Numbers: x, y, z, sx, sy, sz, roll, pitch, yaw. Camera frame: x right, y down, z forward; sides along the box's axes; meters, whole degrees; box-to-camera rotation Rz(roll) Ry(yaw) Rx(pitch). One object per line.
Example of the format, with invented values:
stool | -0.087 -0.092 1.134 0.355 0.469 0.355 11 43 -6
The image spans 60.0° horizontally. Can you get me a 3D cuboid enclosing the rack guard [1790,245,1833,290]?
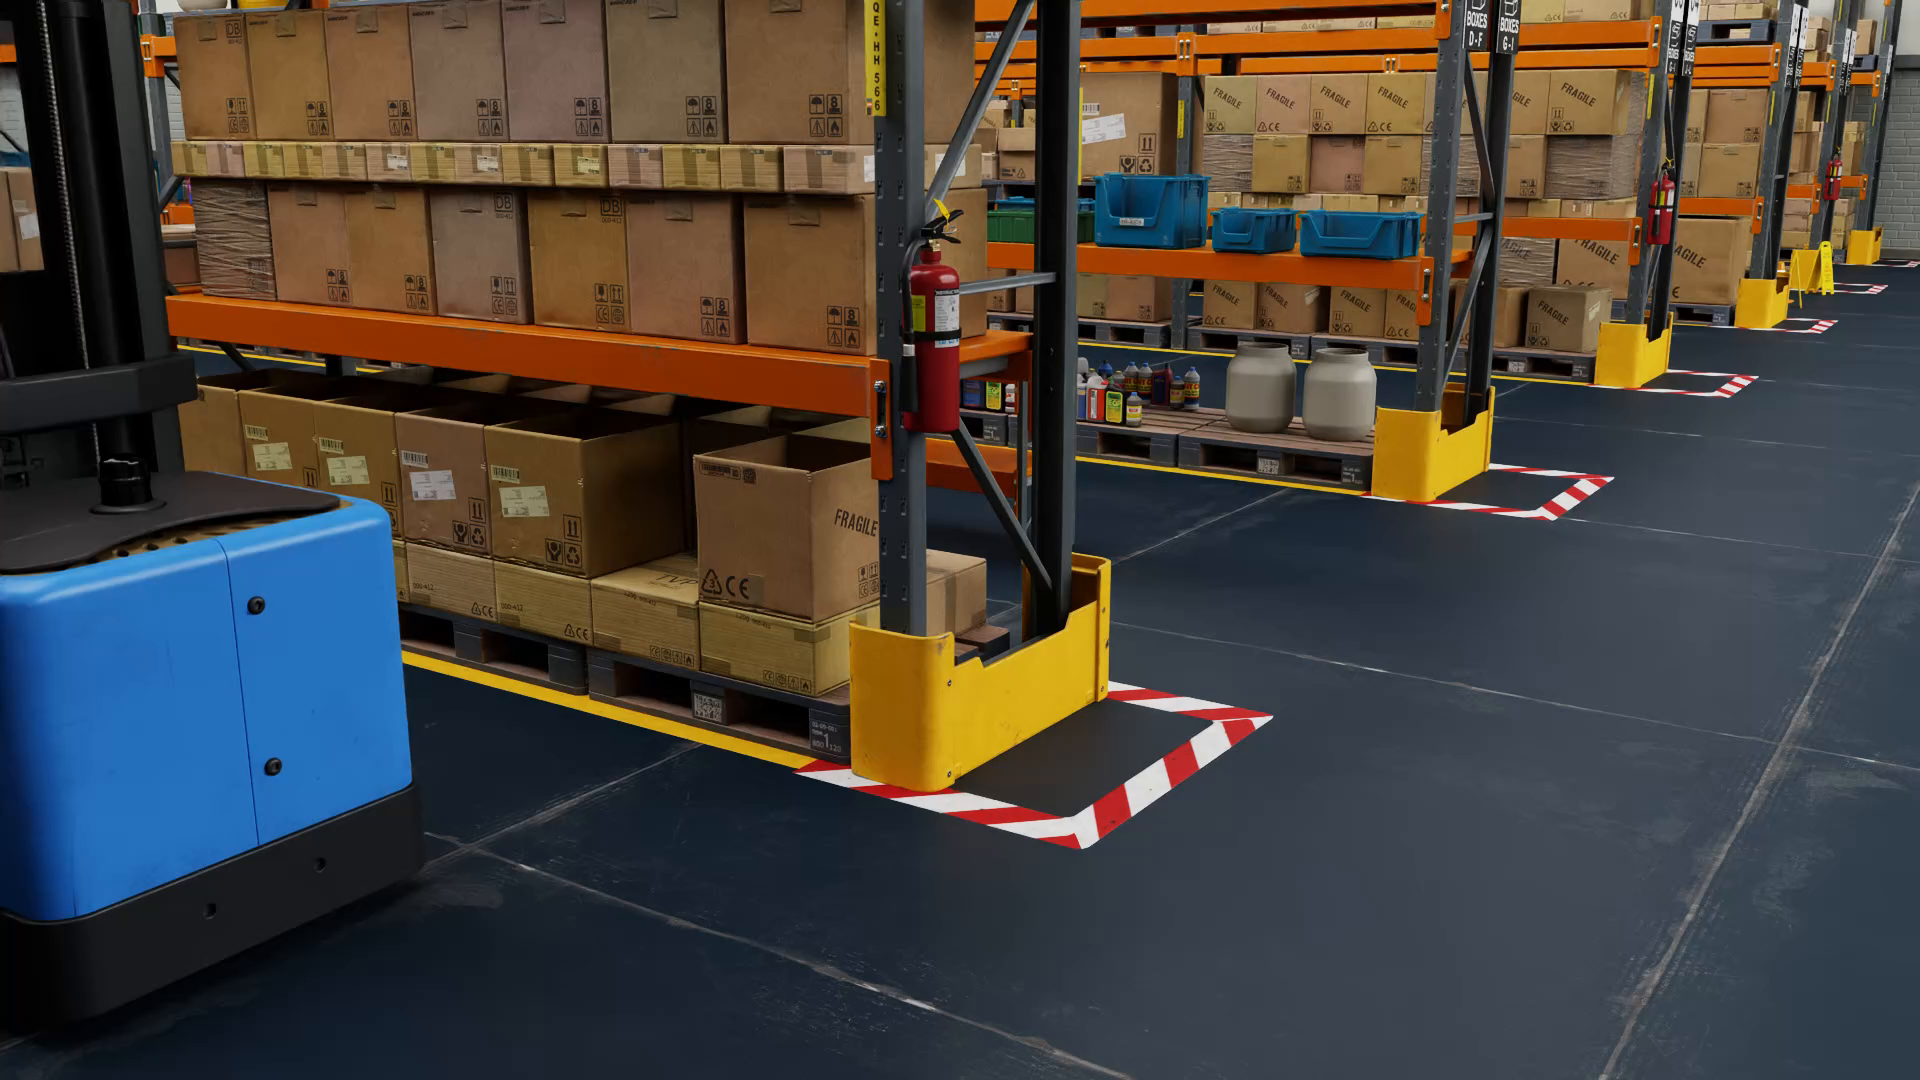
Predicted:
rack guard | 11.074 -3.556 21.649 0.348 0.500 1.175 9 17 33

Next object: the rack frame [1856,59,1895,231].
rack frame | 13.905 -5.750 25.308 0.127 3.000 1.000 9 17 33

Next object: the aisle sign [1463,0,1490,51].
aisle sign | 2.736 -2.989 8.746 0.004 0.787 0.394 9 17 33

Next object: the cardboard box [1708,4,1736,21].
cardboard box | 7.785 -5.357 16.918 0.250 0.149 0.380 9 17 33

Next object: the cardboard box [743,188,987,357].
cardboard box | -0.305 -0.923 5.600 0.500 0.500 0.700 9 17 33

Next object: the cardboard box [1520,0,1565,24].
cardboard box | 4.649 -4.247 13.308 0.500 0.250 0.500 9 17 33

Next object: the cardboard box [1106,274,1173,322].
cardboard box | 1.790 -2.407 16.090 0.500 0.500 0.700 8 16 29

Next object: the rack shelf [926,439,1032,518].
rack shelf | -0.006 -0.310 8.250 1.000 0.278 0.538 9 17 33

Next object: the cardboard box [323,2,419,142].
cardboard box | -2.037 -1.831 6.568 0.500 0.500 0.700 9 17 33

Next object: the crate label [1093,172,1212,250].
crate label | 1.164 -2.006 10.111 0.616 0.435 0.502 9 17 33

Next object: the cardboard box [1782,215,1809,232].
cardboard box | 12.916 -4.934 25.820 0.500 0.250 0.500 9 17 32

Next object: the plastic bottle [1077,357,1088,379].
plastic bottle | 0.778 -1.103 11.291 0.135 0.276 0.152 10 17 34

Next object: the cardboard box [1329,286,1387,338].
cardboard box | 3.636 -2.106 14.917 0.500 0.500 0.500 8 16 28

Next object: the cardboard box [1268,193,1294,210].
cardboard box | 2.934 -3.014 14.777 0.250 0.149 0.380 9 17 33

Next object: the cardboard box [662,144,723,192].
cardboard box | -0.779 -1.255 5.591 0.250 0.149 0.380 9 16 32

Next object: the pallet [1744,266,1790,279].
pallet | 10.420 -3.532 22.153 1.213 0.211 1.003 9 17 33

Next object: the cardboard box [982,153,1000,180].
cardboard box | 0.231 -3.717 16.534 0.500 0.250 0.500 9 16 31

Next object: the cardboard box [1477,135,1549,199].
cardboard box | 4.684 -3.099 13.772 0.500 0.500 0.875 9 17 33

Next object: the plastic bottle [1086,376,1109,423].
plastic bottle | 0.880 -0.886 10.411 0.135 0.276 0.152 9 17 33

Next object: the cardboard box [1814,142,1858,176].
cardboard box | 13.350 -5.812 25.351 0.500 0.500 0.500 9 16 32

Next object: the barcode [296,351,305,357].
barcode | -3.224 -0.929 8.121 0.075 0.075 0.001 9 17 33

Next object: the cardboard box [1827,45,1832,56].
cardboard box | 13.048 -7.387 25.120 0.250 0.149 0.380 9 16 31

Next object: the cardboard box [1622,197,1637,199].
cardboard box | 5.503 -2.747 13.702 0.250 0.149 0.380 9 17 33

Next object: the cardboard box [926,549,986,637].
cardboard box | -0.246 0.206 6.098 0.500 0.250 0.500 9 17 33

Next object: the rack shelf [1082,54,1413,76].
rack shelf | 3.480 -5.671 20.243 4.000 0.370 1.077 9 17 33

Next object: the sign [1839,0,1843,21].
sign | 10.811 -6.537 20.405 0.005 0.325 0.100 9 17 33

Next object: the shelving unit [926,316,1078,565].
shelving unit | -0.006 -0.547 8.192 1.048 1.125 0.538 9 17 33

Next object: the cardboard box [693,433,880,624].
cardboard box | -0.536 -0.055 5.589 0.500 0.500 0.500 9 17 33

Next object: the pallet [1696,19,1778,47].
pallet | 7.837 -5.269 17.310 1.213 0.211 1.003 9 17 33

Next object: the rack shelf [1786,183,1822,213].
rack shelf | 9.478 -4.679 22.478 4.000 0.370 1.077 9 17 33

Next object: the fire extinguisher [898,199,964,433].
fire extinguisher | -0.086 -0.663 4.920 0.183 0.674 0.296 9 17 33

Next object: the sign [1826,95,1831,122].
sign | 10.811 -5.367 20.695 0.005 0.325 0.100 9 17 33

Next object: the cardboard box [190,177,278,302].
cardboard box | -2.873 -1.336 7.268 0.500 0.500 0.700 9 16 31

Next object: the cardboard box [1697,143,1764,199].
cardboard box | 8.125 -3.873 17.413 0.550 0.550 0.875 9 17 33

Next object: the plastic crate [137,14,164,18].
plastic crate | -7.993 -5.019 16.386 0.590 0.269 0.497 9 17 33

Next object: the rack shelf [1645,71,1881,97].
rack shelf | 12.245 -7.125 26.118 4.000 0.370 1.077 9 17 33

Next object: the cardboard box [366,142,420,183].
cardboard box | -2.058 -1.462 6.429 0.250 0.149 0.380 9 16 31

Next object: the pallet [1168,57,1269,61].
pallet | 3.314 -5.971 20.353 1.213 0.211 1.003 10 17 35

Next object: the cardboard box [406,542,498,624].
cardboard box | -1.786 0.110 6.484 0.500 0.250 0.500 9 17 33

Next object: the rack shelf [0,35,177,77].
rack shelf | -8.774 -4.780 16.647 4.000 0.370 1.077 9 17 33

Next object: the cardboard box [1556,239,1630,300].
cardboard box | 7.128 -3.127 18.260 0.875 0.875 0.875 9 16 32

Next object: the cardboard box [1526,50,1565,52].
cardboard box | 8.031 -6.710 22.638 0.500 0.250 0.500 9 16 32

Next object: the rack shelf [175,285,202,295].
rack shelf | -4.904 -1.264 8.686 4.000 0.370 1.077 9 17 33

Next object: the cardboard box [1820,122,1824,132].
cardboard box | 13.268 -6.290 25.315 0.250 0.149 0.380 9 17 33

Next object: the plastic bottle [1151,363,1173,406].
plastic bottle | 1.334 -1.030 10.980 0.133 0.283 0.061 10 17 34

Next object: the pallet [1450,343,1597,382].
pallet | 4.889 -1.556 14.171 1.213 0.211 1.003 9 17 33

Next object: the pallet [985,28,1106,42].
pallet | 0.972 -4.927 16.135 1.003 0.211 1.213 9 17 33

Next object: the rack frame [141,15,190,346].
rack frame | -7.115 -3.405 15.837 0.127 3.000 1.000 9 17 33

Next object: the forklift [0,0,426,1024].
forklift | -2.957 -0.574 4.543 3.031 2.935 1.130 9 16 32

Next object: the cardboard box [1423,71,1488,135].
cardboard box | 4.181 -3.620 13.796 0.500 0.500 0.500 9 17 33

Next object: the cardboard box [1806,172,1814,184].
cardboard box | 10.971 -4.724 21.689 0.250 0.149 0.380 9 17 33

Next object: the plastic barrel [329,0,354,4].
plastic barrel | -5.351 -4.803 14.082 0.433 0.535 0.433 0 14 0

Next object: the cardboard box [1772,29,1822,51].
cardboard box | 10.562 -6.302 20.990 0.500 0.250 0.500 9 16 32

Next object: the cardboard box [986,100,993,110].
cardboard box | 0.589 -7.253 27.740 0.250 0.149 0.380 10 17 34

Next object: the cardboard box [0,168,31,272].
cardboard box | -4.725 -1.638 8.490 0.500 0.500 0.500 9 17 33

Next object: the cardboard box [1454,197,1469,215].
cardboard box | 4.209 -2.823 14.008 0.250 0.149 0.380 9 17 33

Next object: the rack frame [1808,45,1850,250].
rack frame | 11.137 -4.760 21.308 0.127 3.000 1.000 9 17 33
